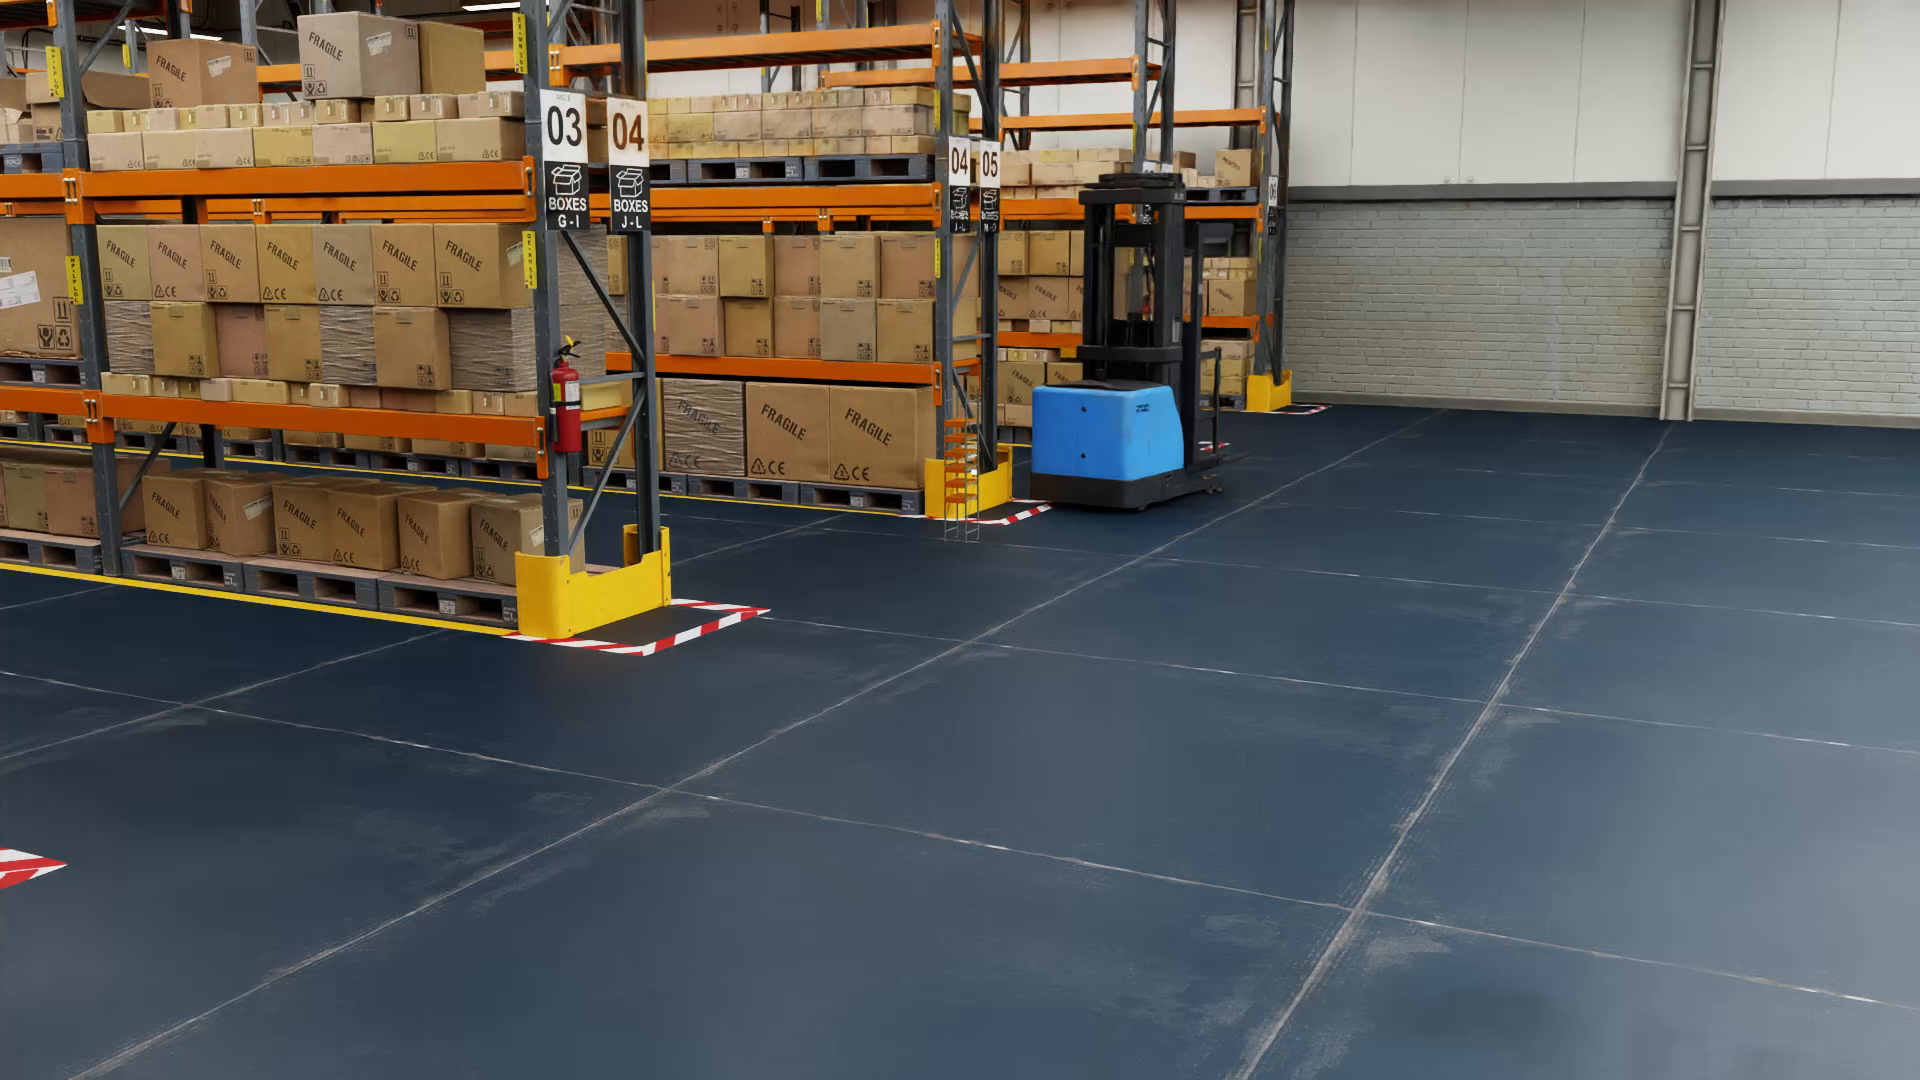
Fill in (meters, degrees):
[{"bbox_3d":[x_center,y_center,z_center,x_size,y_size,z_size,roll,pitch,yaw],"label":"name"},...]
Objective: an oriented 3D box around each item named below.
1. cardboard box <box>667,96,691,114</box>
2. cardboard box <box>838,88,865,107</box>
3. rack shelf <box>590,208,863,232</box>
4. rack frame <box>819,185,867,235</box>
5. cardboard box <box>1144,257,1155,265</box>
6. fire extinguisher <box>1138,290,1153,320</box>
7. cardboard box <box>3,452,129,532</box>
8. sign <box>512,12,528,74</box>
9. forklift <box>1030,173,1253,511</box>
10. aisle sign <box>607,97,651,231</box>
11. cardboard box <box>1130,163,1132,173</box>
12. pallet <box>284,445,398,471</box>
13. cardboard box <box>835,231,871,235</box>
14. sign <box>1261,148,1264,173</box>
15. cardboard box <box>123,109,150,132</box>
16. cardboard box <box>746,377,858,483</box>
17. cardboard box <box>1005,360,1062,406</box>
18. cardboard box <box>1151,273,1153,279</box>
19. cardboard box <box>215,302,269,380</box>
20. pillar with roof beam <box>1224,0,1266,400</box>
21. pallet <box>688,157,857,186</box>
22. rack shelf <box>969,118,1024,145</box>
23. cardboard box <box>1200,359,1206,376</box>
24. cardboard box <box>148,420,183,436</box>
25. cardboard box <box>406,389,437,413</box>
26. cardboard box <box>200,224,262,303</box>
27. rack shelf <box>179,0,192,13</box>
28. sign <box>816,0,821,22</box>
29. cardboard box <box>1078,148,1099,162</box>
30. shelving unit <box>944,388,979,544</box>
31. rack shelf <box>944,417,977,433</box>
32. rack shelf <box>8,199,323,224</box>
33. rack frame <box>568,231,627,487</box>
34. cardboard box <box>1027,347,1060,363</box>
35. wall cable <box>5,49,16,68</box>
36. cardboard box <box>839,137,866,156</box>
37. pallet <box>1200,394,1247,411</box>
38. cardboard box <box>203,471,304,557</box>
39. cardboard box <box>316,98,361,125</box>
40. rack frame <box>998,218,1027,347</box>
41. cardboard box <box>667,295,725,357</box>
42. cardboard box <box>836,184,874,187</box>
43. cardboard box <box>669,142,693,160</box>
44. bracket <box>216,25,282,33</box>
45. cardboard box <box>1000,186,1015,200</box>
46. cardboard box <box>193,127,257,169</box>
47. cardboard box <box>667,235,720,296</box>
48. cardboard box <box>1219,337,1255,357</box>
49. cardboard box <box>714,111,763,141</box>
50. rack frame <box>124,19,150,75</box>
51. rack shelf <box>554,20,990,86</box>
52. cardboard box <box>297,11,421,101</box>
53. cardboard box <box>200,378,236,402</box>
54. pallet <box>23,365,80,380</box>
[{"bbox_3d":[-2.430,-3.915,15.024,0.250,0.149,0.380,5,11,26],"label":"cardboard box"},{"bbox_3d":[-0.840,-3.775,14.252,0.250,0.149,0.380,5,12,27],"label":"cardboard box"},{"bbox_3d":[-3.215,-4.156,21.367,4.000,0.370,1.077,5,11,26],"label":"rack shelf"},{"bbox_3d":[-1.422,-2.876,20.699,0.127,3.000,1.000,5,11,26],"label":"rack frame"},{"bbox_3d":[2.755,-3.948,23.684,0.250,0.149,0.380,5,12,27],"label":"cardboard box"},{"bbox_3d":[2.064,-2.440,18.508,0.183,0.674,0.296,5,11,26],"label":"fire extinguisher"},{"bbox_3d":[-6.767,-0.372,12.648,0.500,0.500,0.700,5,11,25],"label":"cardboard box"},{"bbox_3d":[-2.483,-2.803,9.386,0.005,0.325,0.100,5,11,26],"label":"sign"},{"bbox_3d":[1.854,-1.913,15.569,1.130,2.935,3.031,7,12,33],"label":"forklift"},{"bbox_3d":[-2.031,-2.300,10.219,0.004,0.787,0.394,5,11,26],"label":"aisle sign"},{"bbox_3d":[1.832,-4.192,19.131,0.500,0.250,0.500,5,11,25],"label":"cardboard box"},{"bbox_3d":[-6.435,-0.947,17.867,1.213,0.211,1.003,5,11,26],"label":"pallet"},{"bbox_3d":[-1.123,-3.494,20.192,0.500,0.500,0.700,5,11,25],"label":"cardboard box"},{"bbox_3d":[4.106,-5.141,22.528,0.005,0.325,0.100,5,11,26],"label":"sign"},{"bbox_3d":[-5.383,-2.807,11.196,0.250,0.149,0.380,4,11,23],"label":"cardboard box"},{"bbox_3d":[-1.362,-1.035,15.316,0.875,0.875,0.875,5,11,25],"label":"cardboard box"},{"bbox_3d":[0.862,-1.846,19.441,0.500,0.500,0.500,6,12,28],"label":"cardboard box"},{"bbox_3d":[2.762,-3.802,23.713,0.250,0.149,0.380,5,11,26],"label":"cardboard box"},{"bbox_3d":[-4.505,-1.375,11.291,0.500,0.500,0.875,5,11,26],"label":"cardboard box"},{"bbox_3d":[2.228,-5.817,20.105,0.400,9.000,9.100,5,11,26],"label":"pillar with roof beam"},{"bbox_3d":[-1.702,-3.348,15.130,1.213,0.211,1.003,5,11,26],"label":"pallet"},{"bbox_3d":[-1.023,-6.228,25.517,4.000,0.370,1.077,5,11,26],"label":"rack shelf"},{"bbox_3d":[3.338,-2.483,23.666,0.500,0.250,0.500,5,11,25],"label":"cardboard box"},{"bbox_3d":[-8.760,-1.460,18.715,0.500,0.500,0.500,4,11,23],"label":"cardboard box"},{"bbox_3d":[-3.255,-0.898,10.472,0.250,0.149,0.380,5,11,26],"label":"cardboard box"},{"bbox_3d":[-4.619,-1.826,10.975,0.500,0.500,0.500,5,11,26],"label":"cardboard box"},{"bbox_3d":[-4.013,-3.732,10.613,4.000,0.370,1.077,5,11,26],"label":"rack shelf"},{"bbox_3d":[-1.662,-6.277,19.575,0.005,0.325,0.100,5,11,26],"label":"sign"},{"bbox_3d":[1.517,-4.312,18.675,0.250,0.149,0.380,5,12,27],"label":"cardboard box"},{"bbox_3d":[0.013,-0.589,13.117,0.189,1.200,0.258,5,11,26],"label":"shelving unit"},{"bbox_3d":[0.013,-0.900,13.061,0.180,0.103,0.258,5,11,26],"label":"rack shelf"},{"bbox_3d":[-8.902,-3.672,18.696,4.000,0.370,1.077,5,11,26],"label":"rack shelf"},{"bbox_3d":[-3.522,-2.078,16.287,0.127,3.000,1.000,5,11,26],"label":"rack frame"},{"bbox_3d":[0.972,-2.142,19.260,0.250,0.149,0.380,5,12,27],"label":"cardboard box"},{"bbox_3d":[-17.074,-7.297,28.280,0.029,3.000,2.355,5,11,26],"label":"wall cable"},{"bbox_3d":[-0.839,-3.383,14.322,0.250,0.149,0.380,5,11,27],"label":"cardboard box"},{"bbox_3d":[3.654,-2.035,23.884,1.213,0.211,1.003,5,11,26],"label":"pallet"},{"bbox_3d":[-4.949,-0.188,11.687,0.500,0.500,0.500,10,14,44],"label":"cardboard box"},{"bbox_3d":[-3.770,-2.652,10.342,0.250,0.149,0.380,4,11,23],"label":"cardboard box"},{"bbox_3d":[0.771,-3.669,25.081,0.127,3.000,1.000,5,11,26],"label":"rack frame"},{"bbox_3d":[-2.250,-2.023,15.565,0.550,0.550,0.875,5,11,26],"label":"cardboard box"},{"bbox_3d":[-1.148,-4.346,19.986,0.500,0.250,0.500,5,11,25],"label":"cardboard box"},{"bbox_3d":[-2.432,-3.523,15.096,0.250,0.149,0.380,5,11,25],"label":"cardboard box"},{"bbox_3d":[-15.044,-9.891,32.504,5.218,0.066,0.076,5,11,26],"label":"bracket"},{"bbox_3d":[0.585,-4.002,19.204,0.250,0.149,0.380,5,11,24],"label":"cardboard box"},{"bbox_3d":[-4.599,-2.538,10.827,0.500,0.250,0.500,5,11,24],"label":"cardboard box"},{"bbox_3d":[-2.238,-2.559,15.493,0.550,0.550,0.875,5,11,26],"label":"cardboard box"},{"bbox_3d":[4.011,-2.768,23.834,0.500,0.250,0.500,5,11,25],"label":"cardboard box"},{"bbox_3d":[-1.847,-3.680,14.843,0.500,0.250,0.500,5,11,26],"label":"cardboard box"},{"bbox_3d":[-12.183,-6.774,25.390,0.127,3.000,1.000,5,11,26],"label":"rack frame"},{"bbox_3d":[-1.728,-4.321,14.982,4.000,0.370,1.077,5,11,26],"label":"rack shelf"},{"bbox_3d":[-3.722,-2.978,10.317,0.500,0.500,0.500,5,11,26],"label":"cardboard box"},{"bbox_3d":[-4.858,-1.023,11.167,0.250,0.149,0.380,5,11,26],"label":"cardboard box"},{"bbox_3d":[-7.601,-1.365,12.887,1.213,0.211,1.003,5,11,26],"label":"pallet"}]
